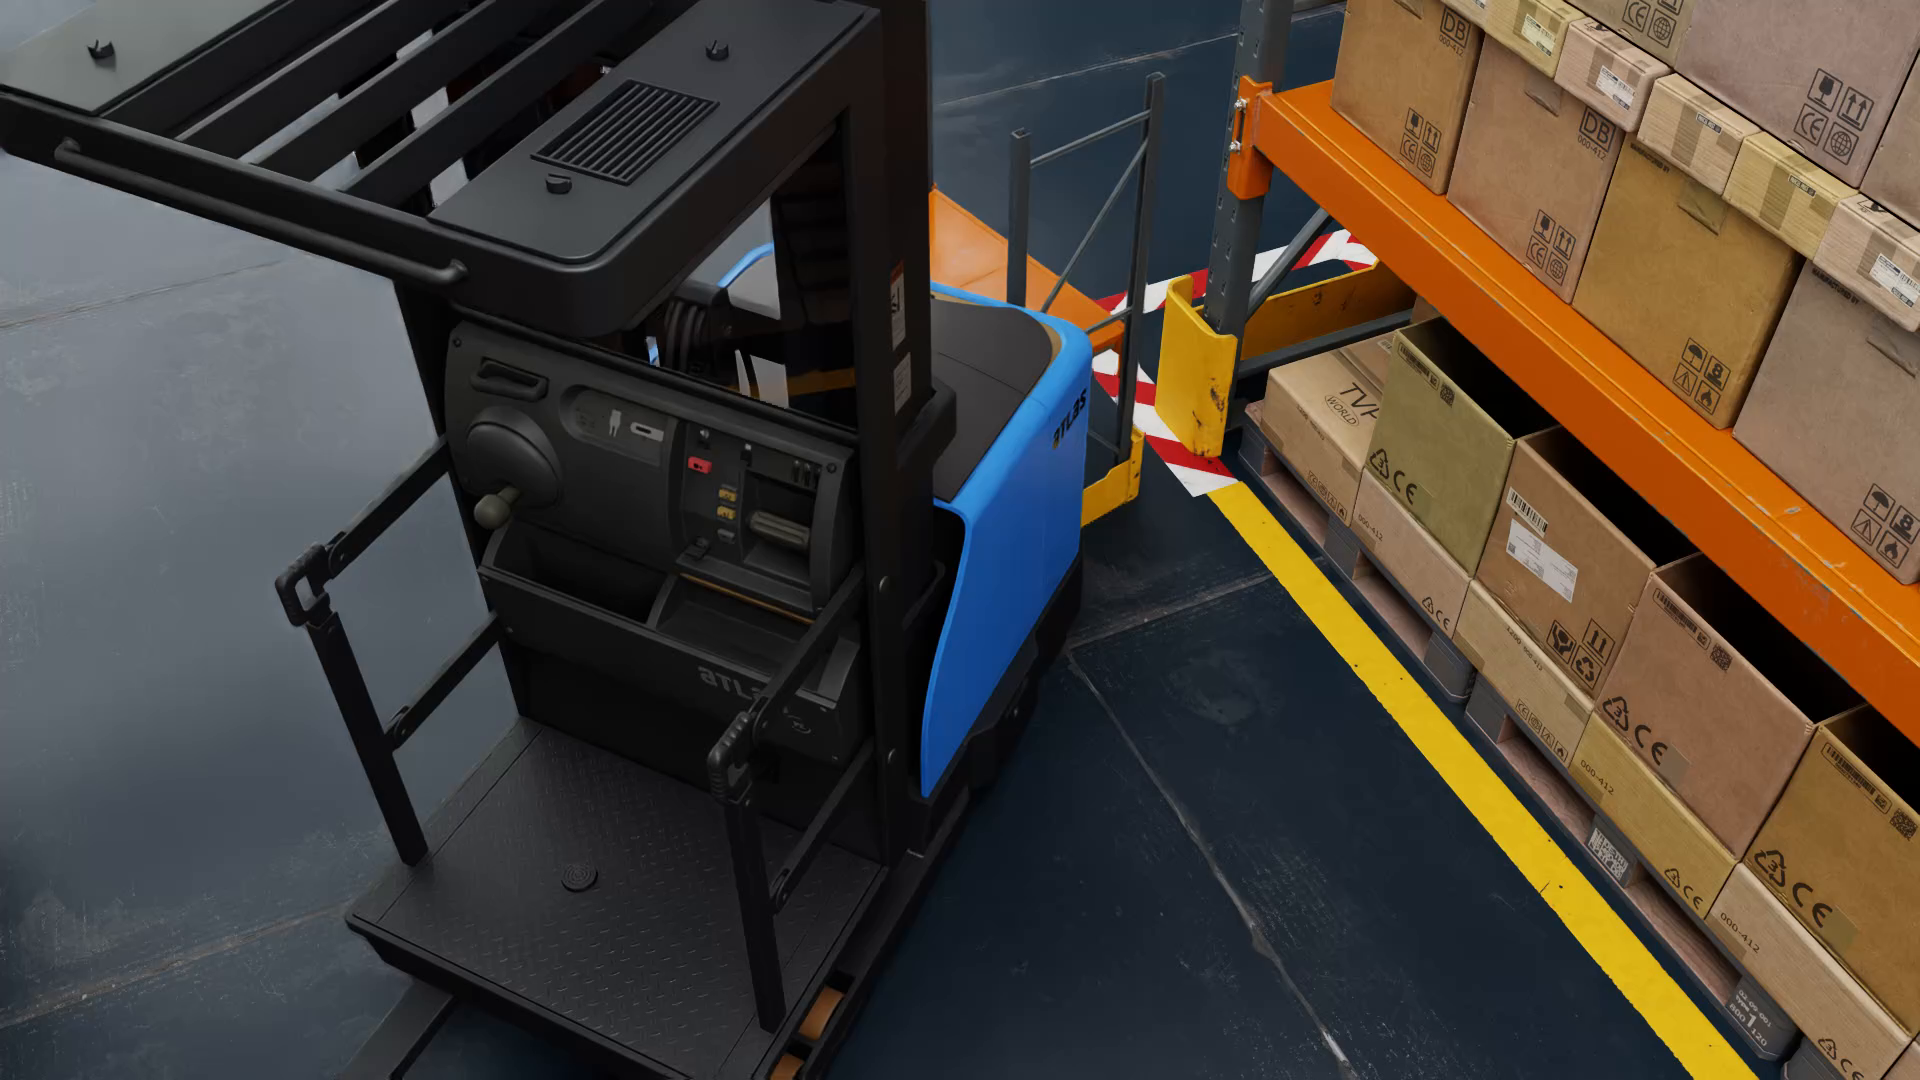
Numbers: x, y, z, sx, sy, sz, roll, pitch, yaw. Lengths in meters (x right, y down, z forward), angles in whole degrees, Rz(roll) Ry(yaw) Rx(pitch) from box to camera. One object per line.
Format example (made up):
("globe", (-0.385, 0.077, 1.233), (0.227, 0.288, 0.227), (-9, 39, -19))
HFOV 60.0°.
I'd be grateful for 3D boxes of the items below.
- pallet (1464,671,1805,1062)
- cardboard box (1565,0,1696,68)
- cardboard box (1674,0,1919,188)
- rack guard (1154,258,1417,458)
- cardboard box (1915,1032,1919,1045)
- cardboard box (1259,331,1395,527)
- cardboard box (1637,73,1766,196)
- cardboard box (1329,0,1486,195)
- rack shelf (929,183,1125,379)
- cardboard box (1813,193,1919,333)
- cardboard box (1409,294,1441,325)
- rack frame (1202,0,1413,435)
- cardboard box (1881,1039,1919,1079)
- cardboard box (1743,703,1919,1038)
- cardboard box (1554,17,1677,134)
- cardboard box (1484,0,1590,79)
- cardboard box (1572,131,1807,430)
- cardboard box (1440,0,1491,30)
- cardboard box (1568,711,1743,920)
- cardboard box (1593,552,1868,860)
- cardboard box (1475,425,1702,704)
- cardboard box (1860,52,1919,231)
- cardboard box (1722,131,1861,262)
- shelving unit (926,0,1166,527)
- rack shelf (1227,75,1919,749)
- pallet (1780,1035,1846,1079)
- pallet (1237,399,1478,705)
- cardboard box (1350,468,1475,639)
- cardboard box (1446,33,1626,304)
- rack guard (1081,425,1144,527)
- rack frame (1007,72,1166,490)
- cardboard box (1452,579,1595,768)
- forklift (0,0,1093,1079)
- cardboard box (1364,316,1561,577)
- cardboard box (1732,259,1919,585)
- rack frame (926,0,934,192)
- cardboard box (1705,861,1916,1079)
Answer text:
("pallet", (2.128, 0.652, 4.439), (1.003, 0.211, 1.213), (-18, 47, -17))
("cardboard box", (1.692, -1.421, 3.559), (0.700, 0.500, 0.500), (-19, 48, -18))
("cardboard box", (1.905, -1.100, 3.234), (0.700, 0.500, 0.500), (-18, 47, -17))
("rack guard", (1.249, -0.717, 5.621), (1.175, 0.500, 0.348), (-18, 47, -17))
("cardboard box", (2.348, 0.966, 3.260), (0.500, 0.500, 0.500), (-18, 47, -17))
("cardboard box", (1.283, -0.355, 5.133), (0.500, 0.250, 0.500), (-18, 47, -17))
("cardboard box", (1.664, -0.887, 3.481), (0.380, 0.149, 0.250), (-20, 48, -19))
("cardboard box", (1.444, -1.326, 4.387), (0.700, 0.500, 0.500), (-18, 47, -17))
("rack shelf", (0.019, -0.732, 5.180), (0.538, 0.185, 1.000), (-29, 51, -26))
("cardboard box", (1.874, -0.565, 3.154), (0.380, 0.149, 0.250), (-18, 47, -17))
("cardboard box", (1.754, -0.776, 5.025), (0.500, 0.500, 0.500), (-18, 47, -17))
("rack frame", (1.259, -1.592, 4.728), (1.000, 3.000, 0.127), (-18, 47, -17))
("cardboard box", (2.346, 1.234, 3.522), (0.500, 0.250, 0.500), (-18, 47, -17))
("cardboard box", (2.134, 0.649, 3.581), (0.500, 0.500, 0.500), (-18, 47, -17))
("cardboard box", (1.550, -1.056, 3.652), (0.380, 0.149, 0.250), (-19, 48, -18))
("cardboard box", (1.446, -1.218, 3.816), (0.380, 0.149, 0.250), (-18, 47, -17))
("cardboard box", (1.872, -0.675, 3.727), (0.700, 0.500, 0.500), (-18, 47, -17))
("cardboard box", (1.342, -1.377, 3.977), (0.380, 0.149, 0.250), (-19, 48, -18))
("cardboard box", (1.912, 0.601, 4.164), (0.500, 0.250, 0.500), (-18, 47, -17))
("cardboard box", (1.911, 0.335, 3.900), (0.500, 0.500, 0.500), (-18, 47, -17))
("cardboard box", (1.716, 0.011, 4.228), (0.500, 0.500, 0.500), (-18, 47, -17))
("cardboard box", (2.115, -0.781, 2.911), (0.700, 0.500, 0.500), (-18, 47, -17))
("cardboard box", (1.772, -0.725, 3.316), (0.380, 0.149, 0.250), (-19, 48, -18))
("shelving unit", (0.025, -0.855, 5.049), (0.587, 1.500, 1.083), (-29, 51, -26))
("rack shelf", (2.100, -0.061, 3.689), (1.077, 0.370, 4.000), (-18, 47, -17))
("pallet", (2.644, 1.431, 3.650), (1.003, 0.211, 1.213), (-18, 47, -17))
("pallet", (1.619, -0.124, 5.226), (1.003, 0.211, 1.213), (-18, 47, -17))
("cardboard box", (1.496, -0.038, 4.811), (0.500, 0.250, 0.500), (-18, 47, -17))
("cardboard box", (1.669, -0.993, 4.049), (0.700, 0.500, 0.500), (-17, 47, -16))
("rack guard", (0.331, -0.134, 5.208), (0.587, 0.250, 0.087), (-29, 51, -26))
("rack frame", (0.332, -0.578, 4.768), (0.500, 1.500, 0.032), (-29, 51, -26))
("cardboard box", (1.706, 0.281, 4.488), (0.500, 0.250, 0.500), (-18, 47, -17))
("forklift", (-0.740, -0.047, 3.211), (1.130, 2.935, 3.031), (19, 48, 18))
("cardboard box", (1.495, -0.304, 4.547), (0.500, 0.500, 0.500), (-18, 47, -17))
("cardboard box", (2.097, -0.340, 3.388), (0.700, 0.500, 0.500), (-17, 47, -16))
("rack frame", (-0.293, -1.141, 5.339), (0.500, 1.500, 0.032), (-29, 51, -26))
("cardboard box", (2.123, 0.920, 3.841), (0.500, 0.250, 0.500), (-18, 47, -17))
